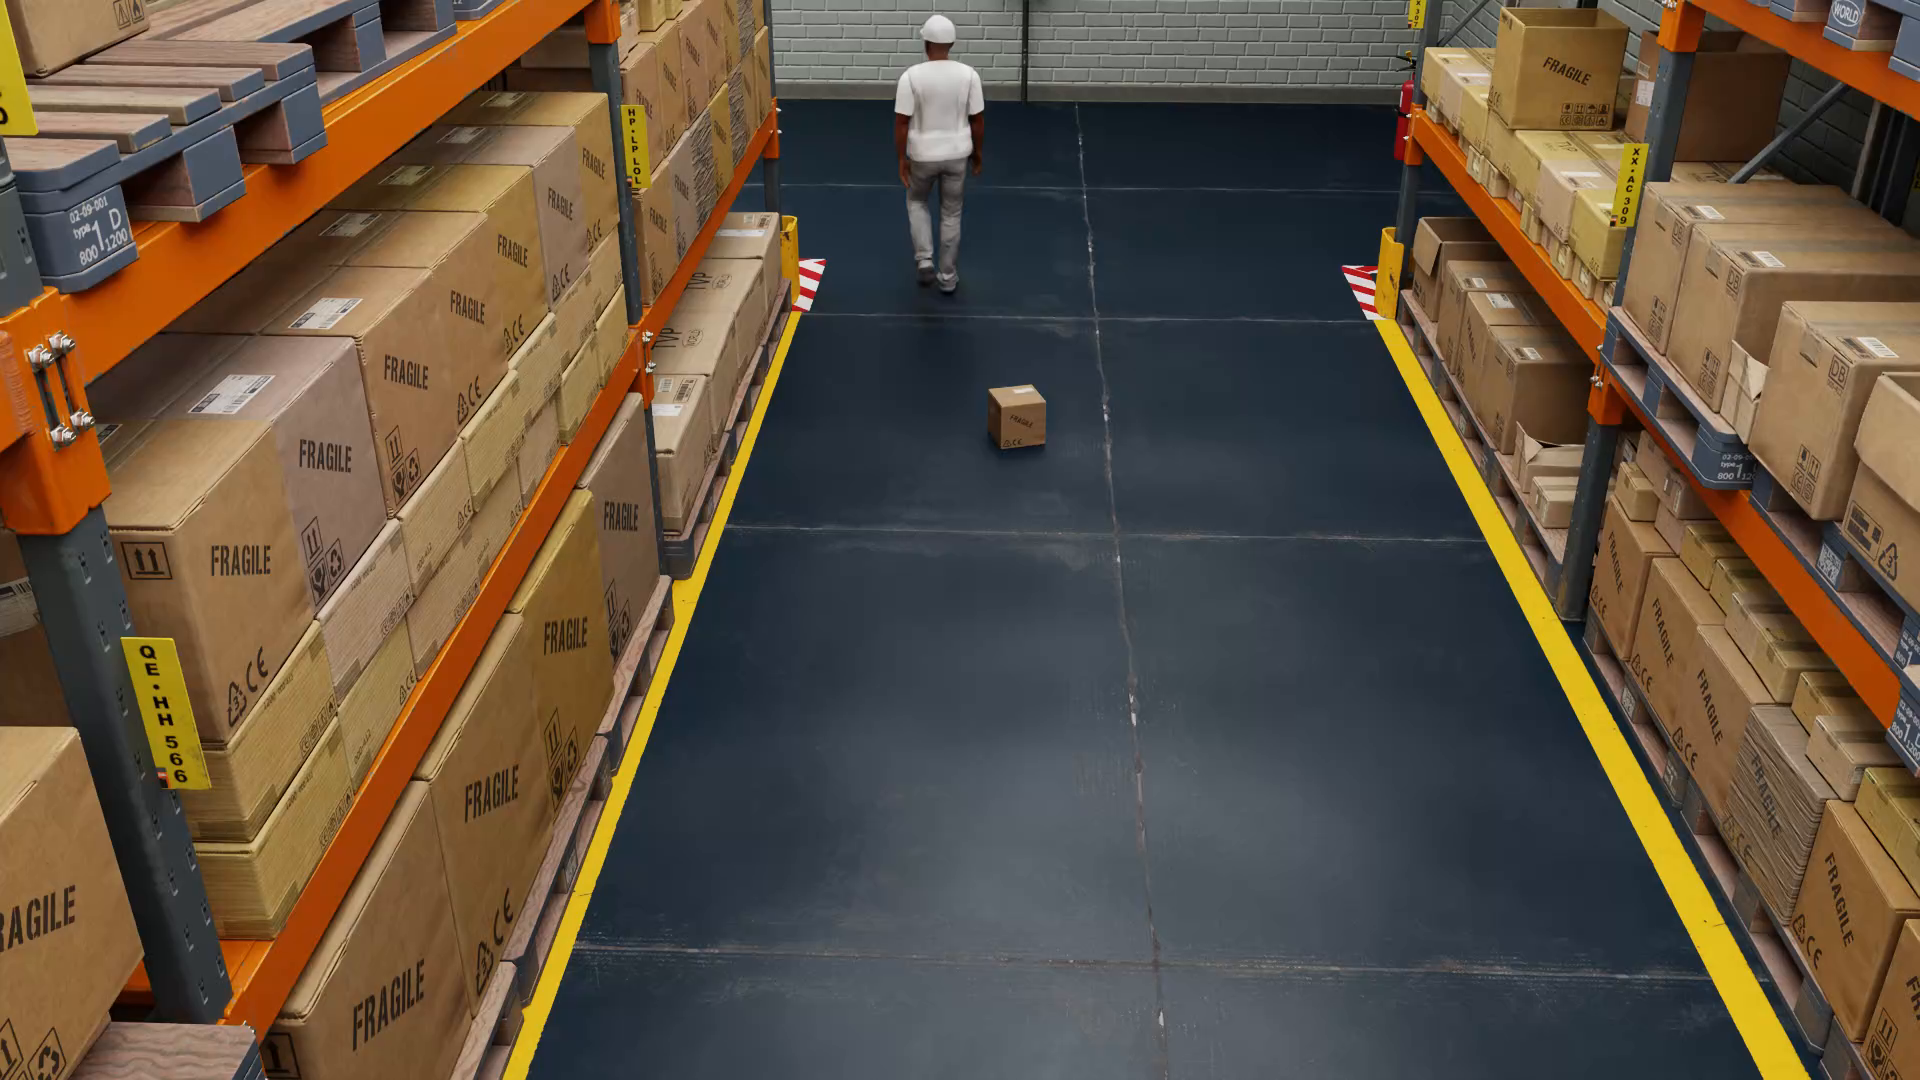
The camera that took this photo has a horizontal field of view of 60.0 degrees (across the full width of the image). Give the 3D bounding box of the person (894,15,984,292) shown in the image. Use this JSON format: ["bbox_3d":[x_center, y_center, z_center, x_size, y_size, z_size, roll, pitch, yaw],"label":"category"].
[{"bbox_3d":[-0.137,-2.497,10.807,0.584,1.786,0.454,-2,28,-4],"label":"person"}]
